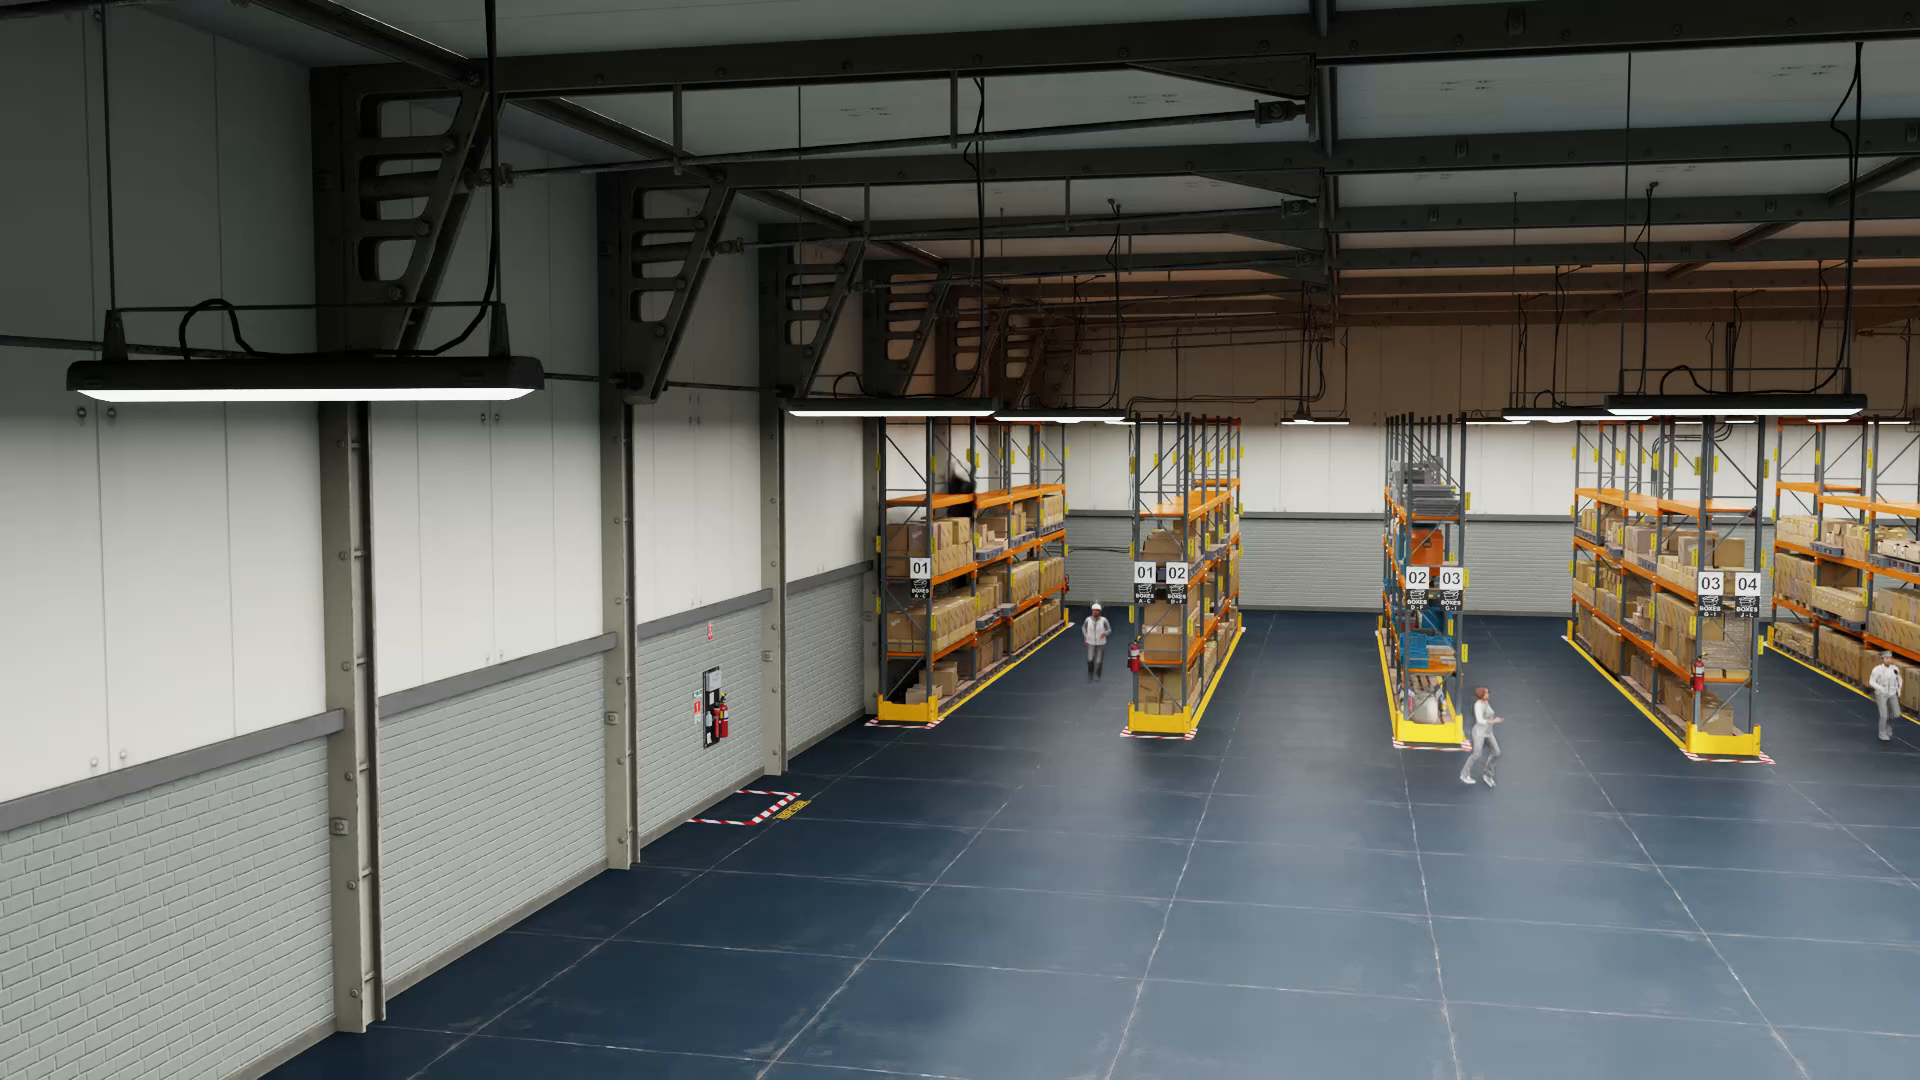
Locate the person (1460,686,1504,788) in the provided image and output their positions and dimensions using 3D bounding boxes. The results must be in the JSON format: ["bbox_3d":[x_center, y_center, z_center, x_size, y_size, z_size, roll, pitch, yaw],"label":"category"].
[{"bbox_3d":[8.322,3.139,26.450,0.683,1.647,0.526,4,5,43],"label":"person"}]

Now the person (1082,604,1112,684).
[{"bbox_3d":[2.983,2.272,36.378,0.661,1.759,0.677,1,4,8],"label":"person"}]

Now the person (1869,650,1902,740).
[{"bbox_3d":[16.915,2.836,30.337,0.559,1.653,0.528,1,4,10],"label":"person"}]
